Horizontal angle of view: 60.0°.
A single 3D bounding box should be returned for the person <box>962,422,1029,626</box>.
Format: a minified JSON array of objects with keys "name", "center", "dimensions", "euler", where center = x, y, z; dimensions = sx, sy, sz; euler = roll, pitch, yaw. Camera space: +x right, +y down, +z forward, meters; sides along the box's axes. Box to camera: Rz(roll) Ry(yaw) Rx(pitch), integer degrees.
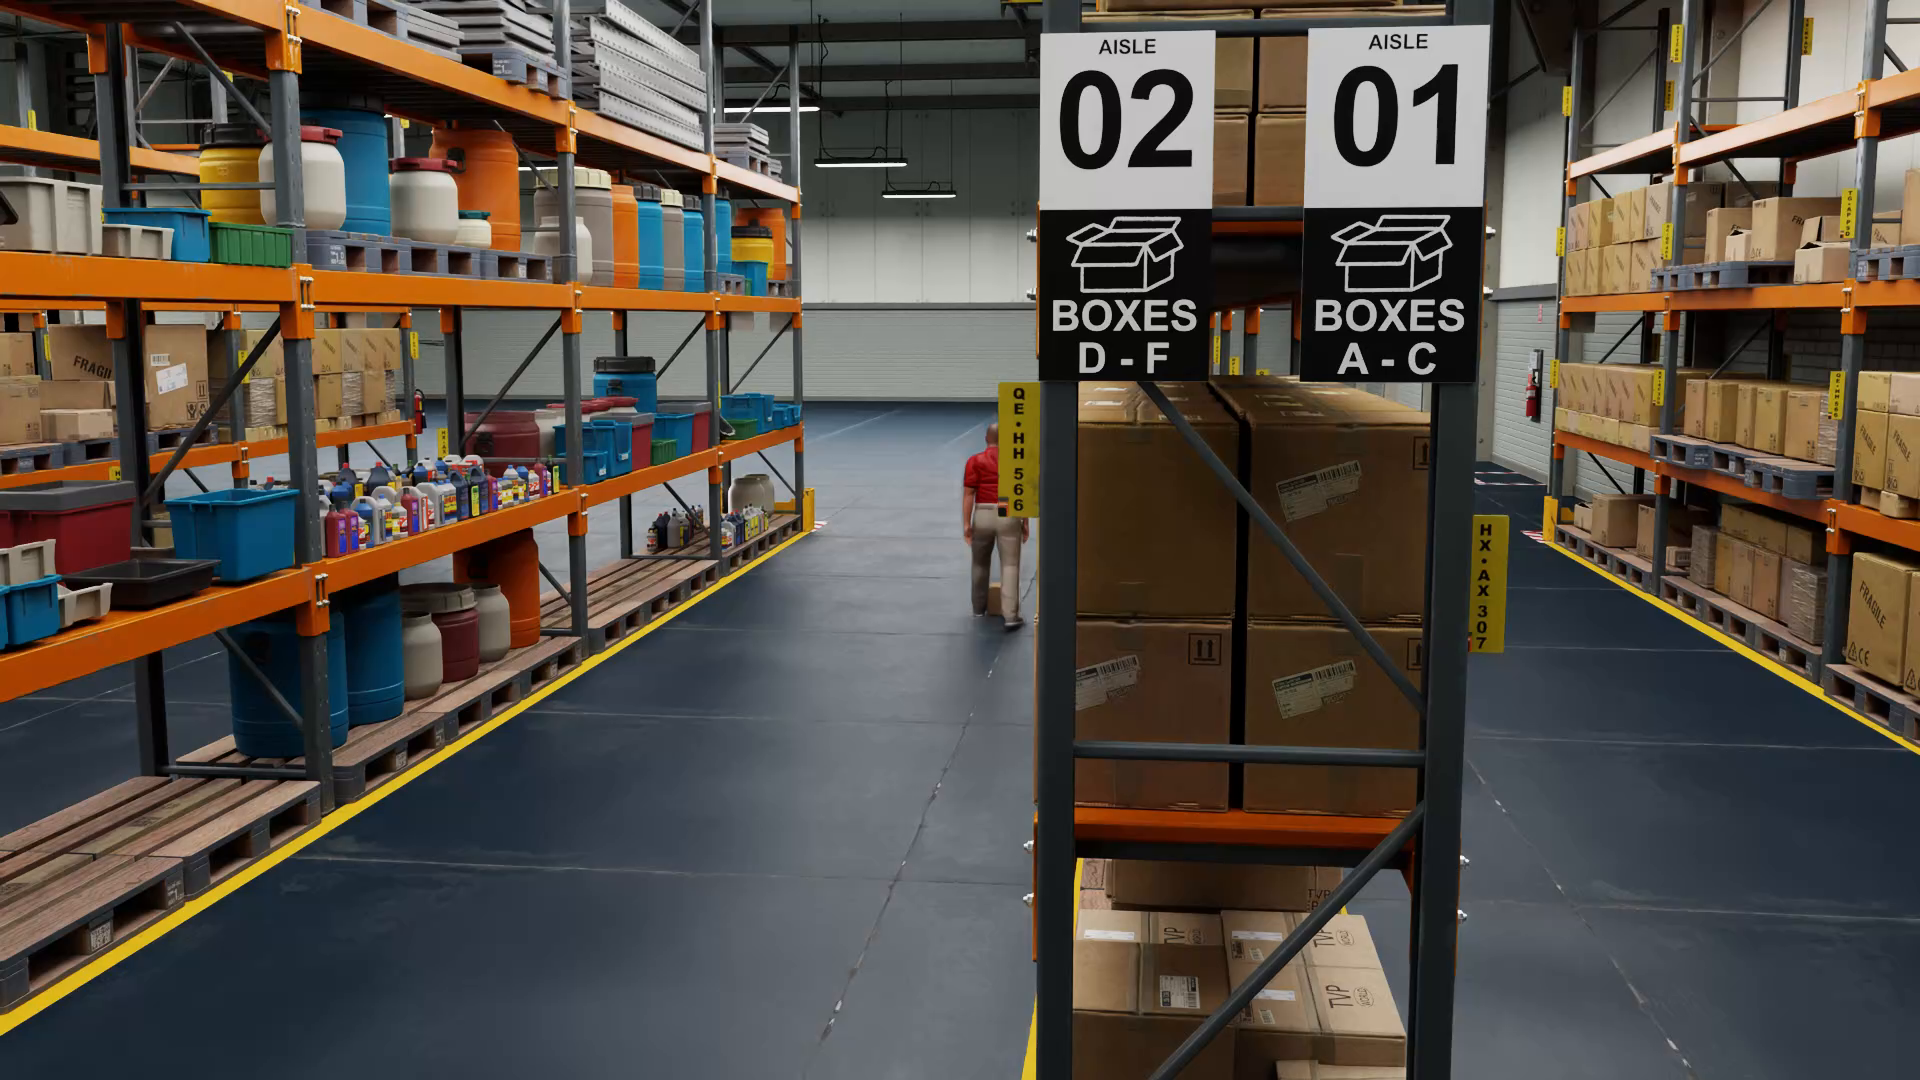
[{"name":"person","center":[0.313,-0.109,14.047],"dimensions":[0.553,1.609,0.901],"euler":[1,8,8]}]
